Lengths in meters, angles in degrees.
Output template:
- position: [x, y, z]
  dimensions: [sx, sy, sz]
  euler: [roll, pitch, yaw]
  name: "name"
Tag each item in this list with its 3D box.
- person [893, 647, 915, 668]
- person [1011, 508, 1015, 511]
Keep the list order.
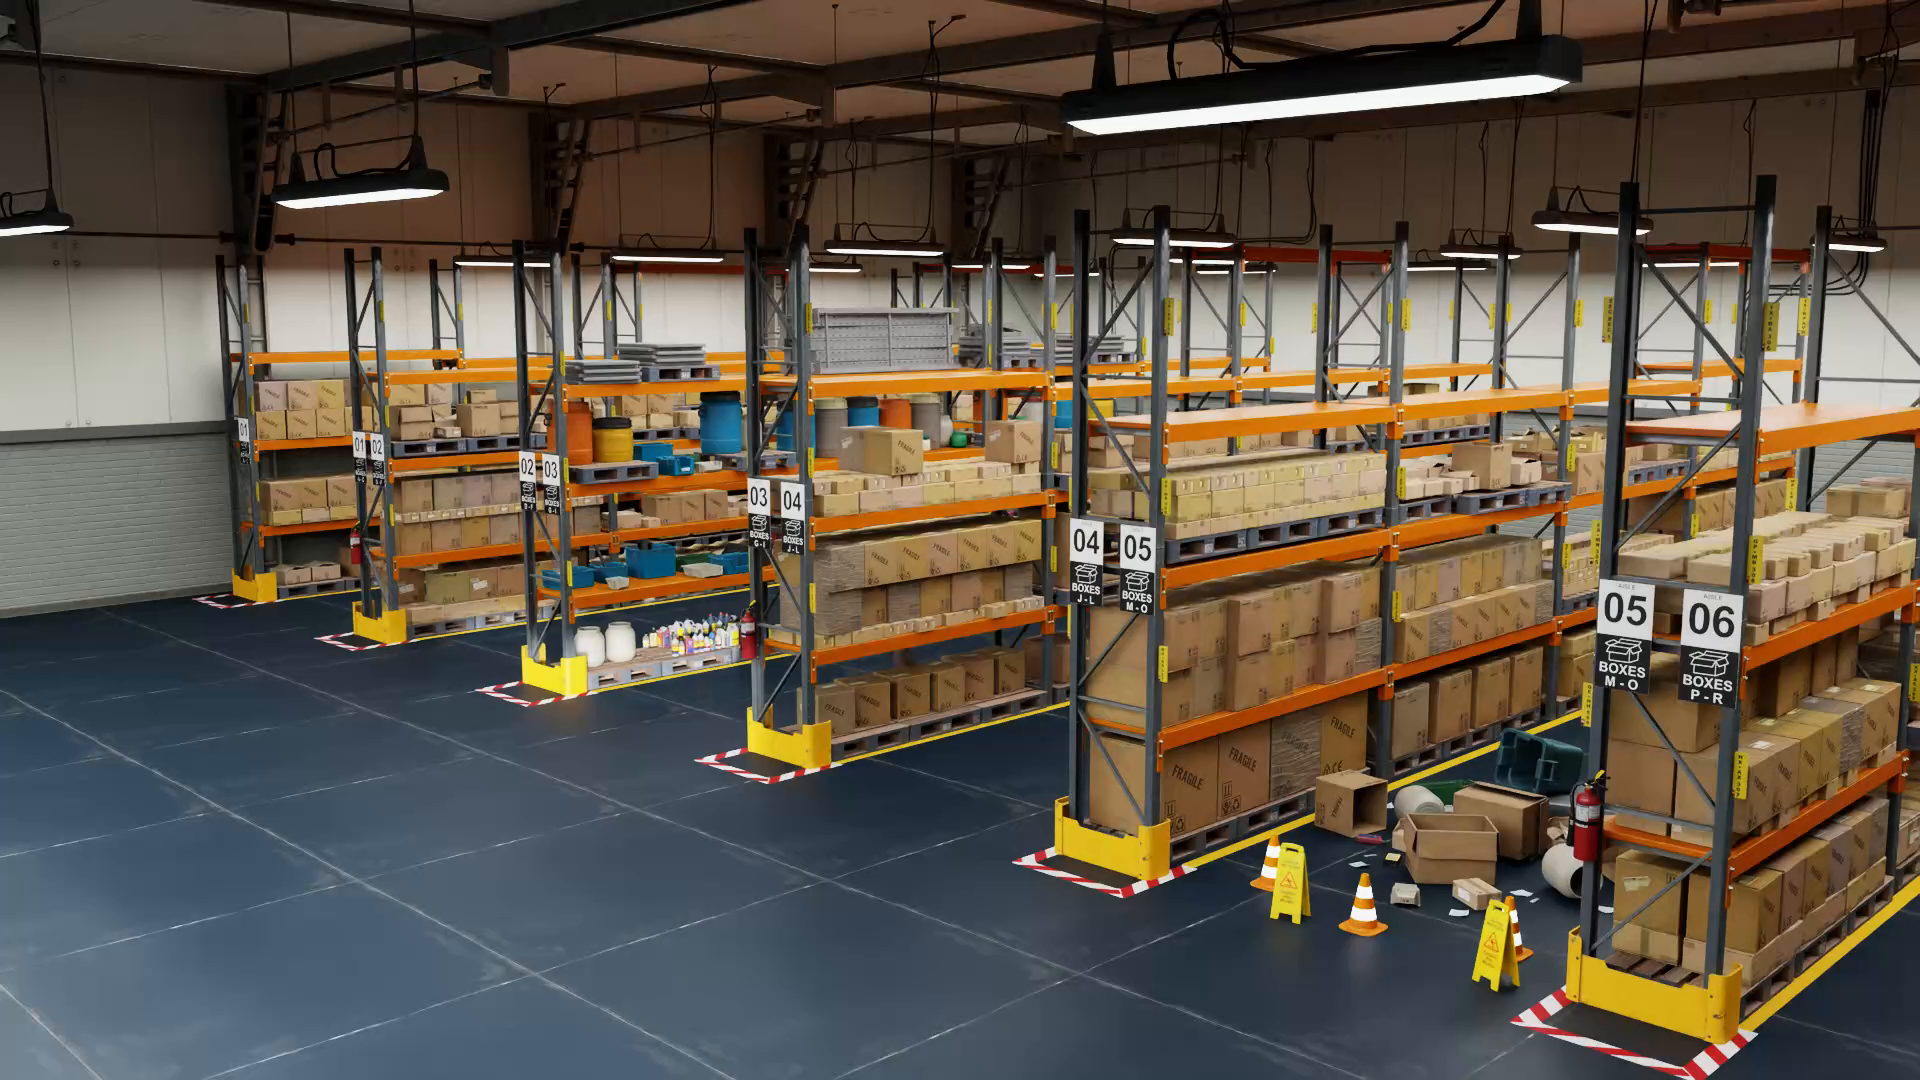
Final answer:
- position: [-0.758, 1.168, 22.314]
  dimensions: [0.412, 1.708, 0.591]
  euler: [5, 9, 29]
  name: "person"
- position: [1.240, -0.260, 32.528]
  dimensions: [0.488, 1.691, 0.507]
  euler: [-5, 9, -29]
  name: "person"
